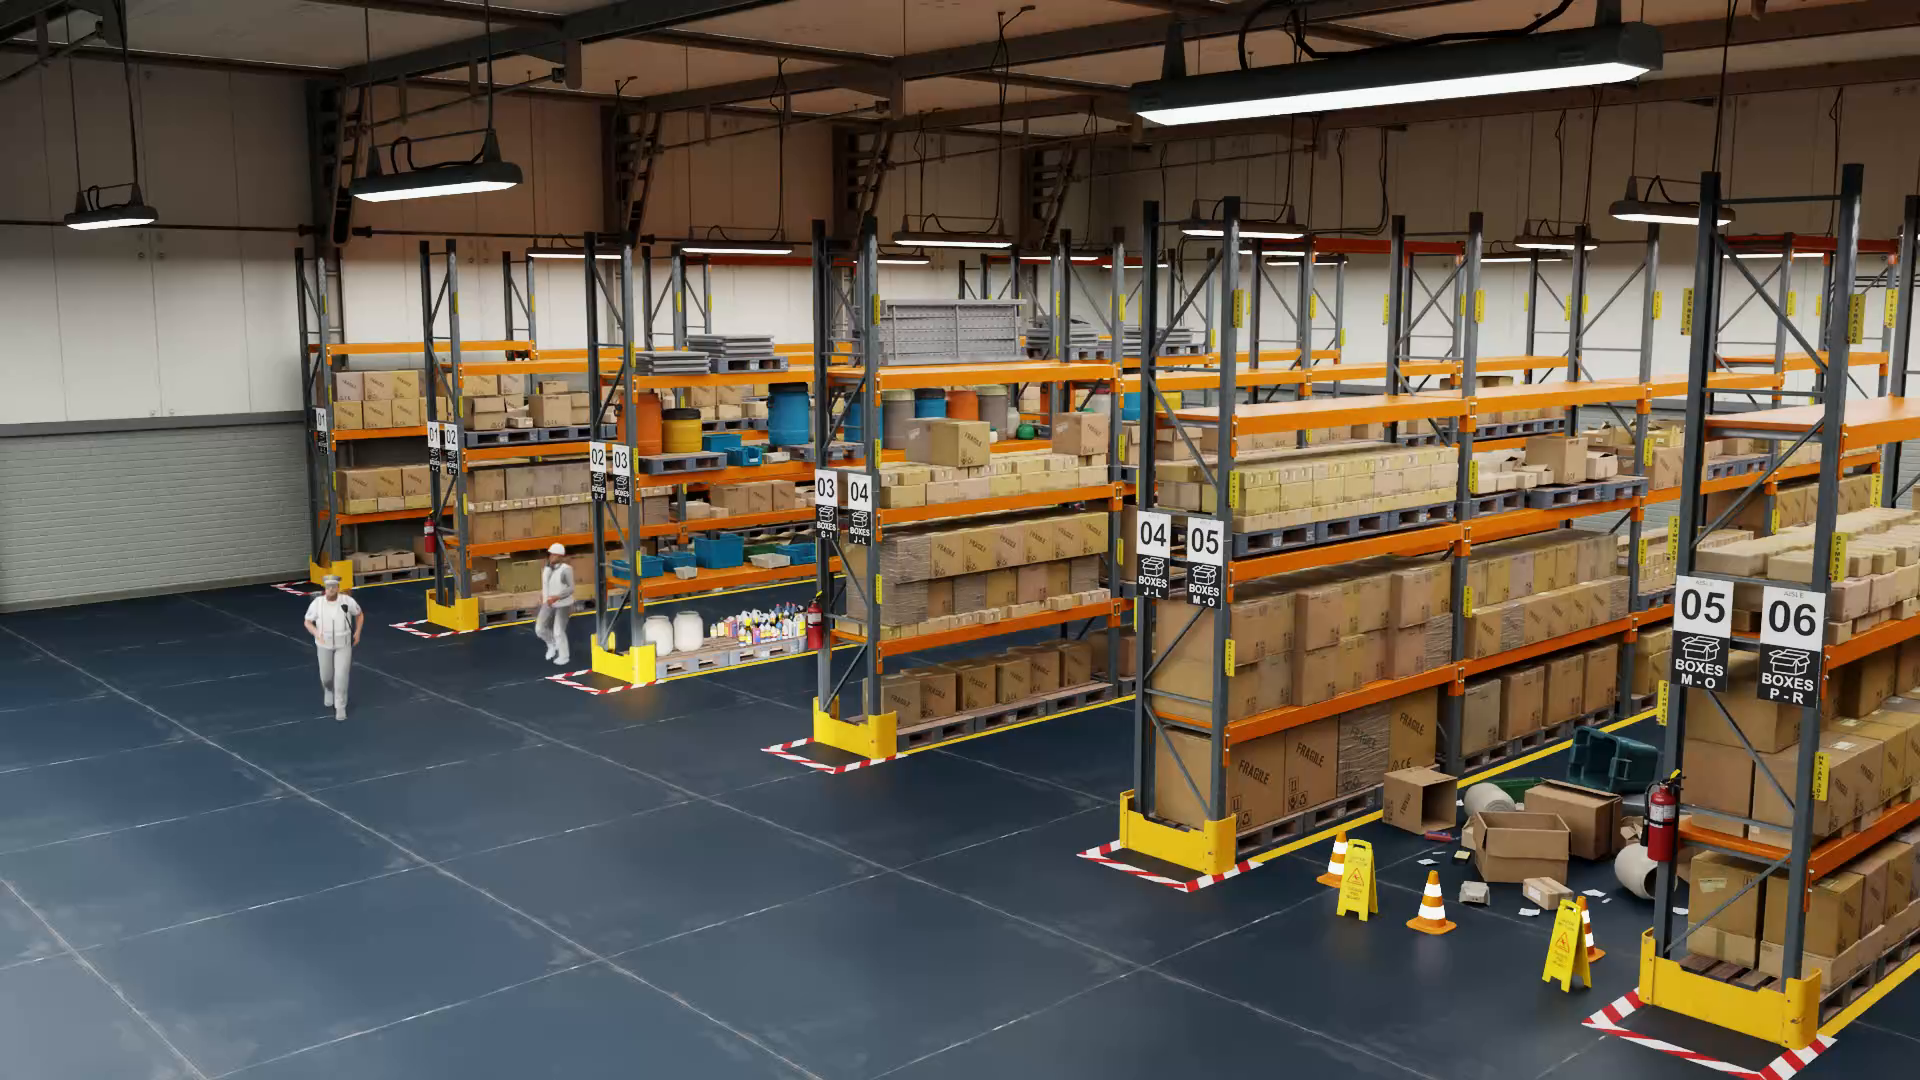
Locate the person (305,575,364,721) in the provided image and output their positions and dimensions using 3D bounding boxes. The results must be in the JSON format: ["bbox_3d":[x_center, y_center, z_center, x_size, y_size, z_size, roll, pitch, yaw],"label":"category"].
[{"bbox_3d":[-7.742,1.289,20.620,0.689,1.786,0.794,-3,9,-18],"label":"person"}]

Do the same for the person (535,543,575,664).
[{"bbox_3d":[-5.697,0.902,23.347,0.657,1.743,0.607,4,9,25],"label":"person"}]
